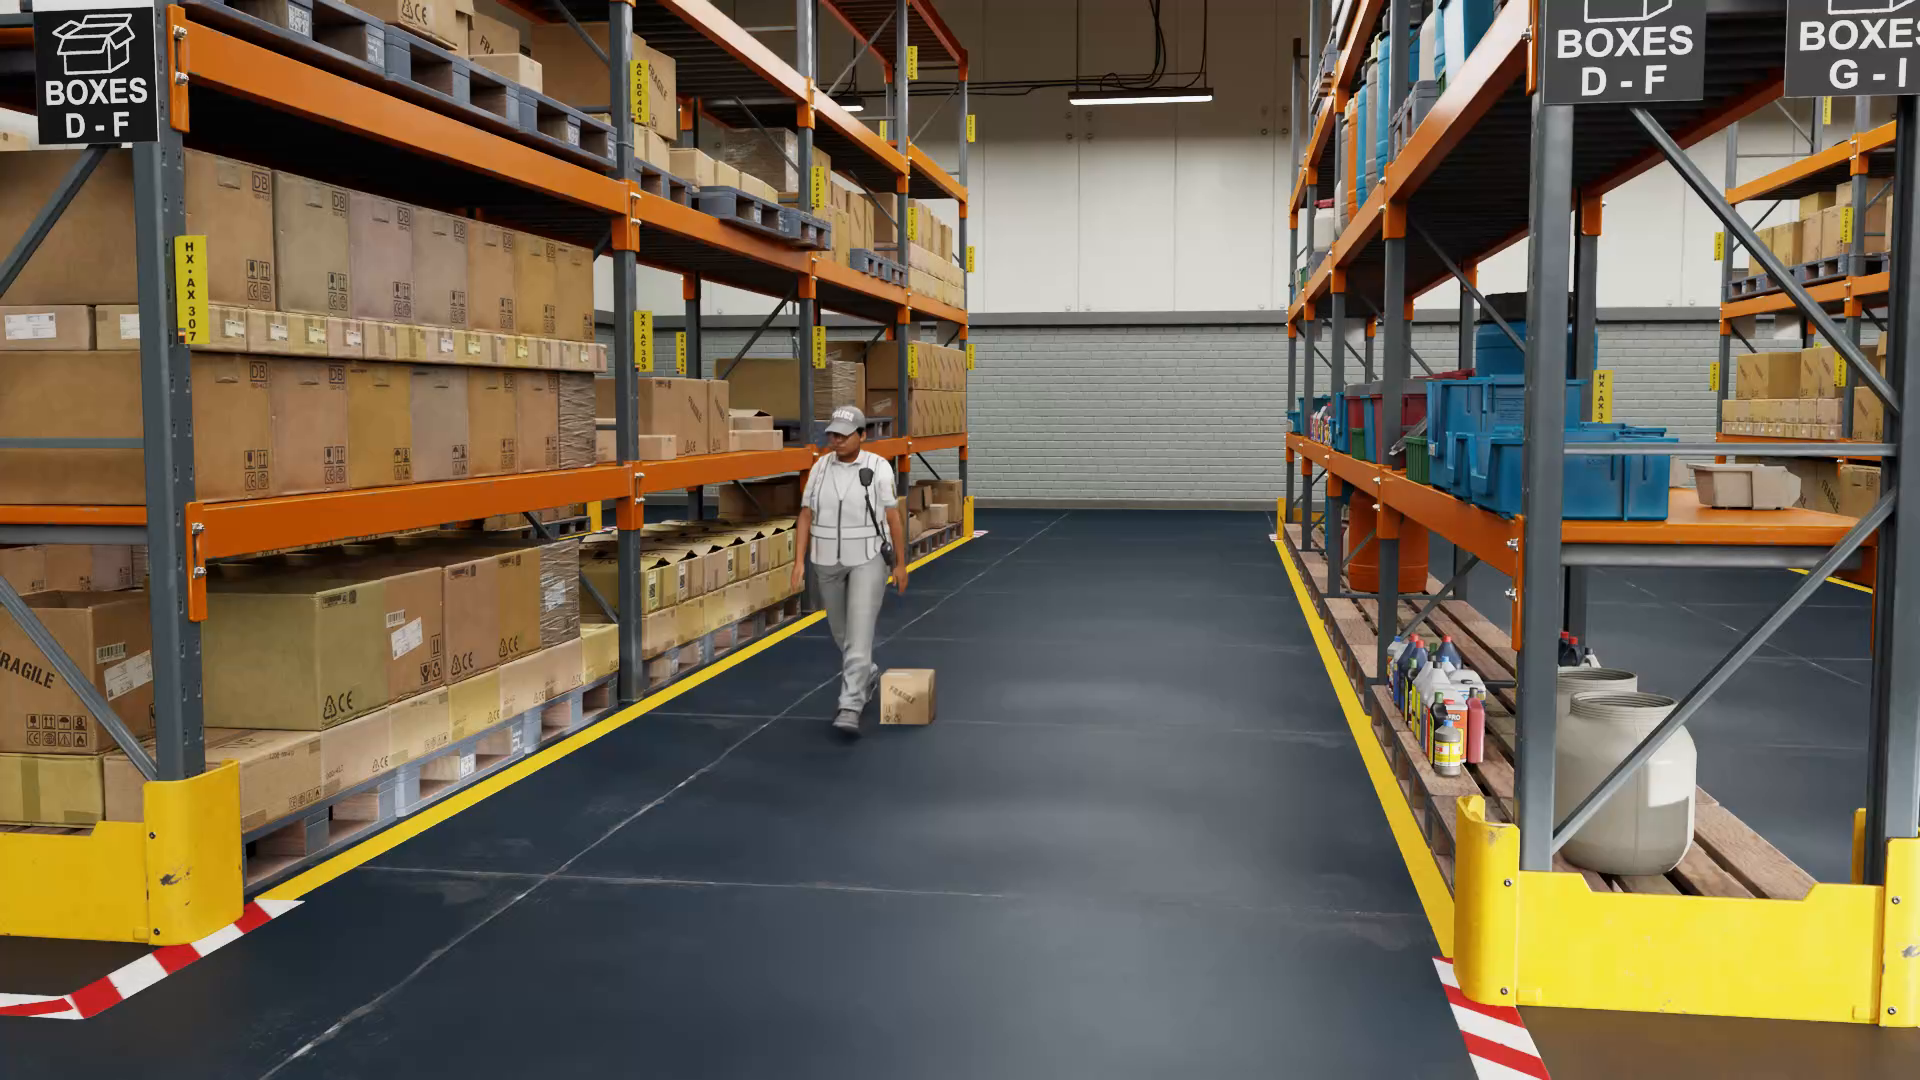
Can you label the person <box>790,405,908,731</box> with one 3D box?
[{"bbox_3d":[-0.579,0.117,8.506,0.523,1.607,1.036,1,5,17],"label":"person"}]
